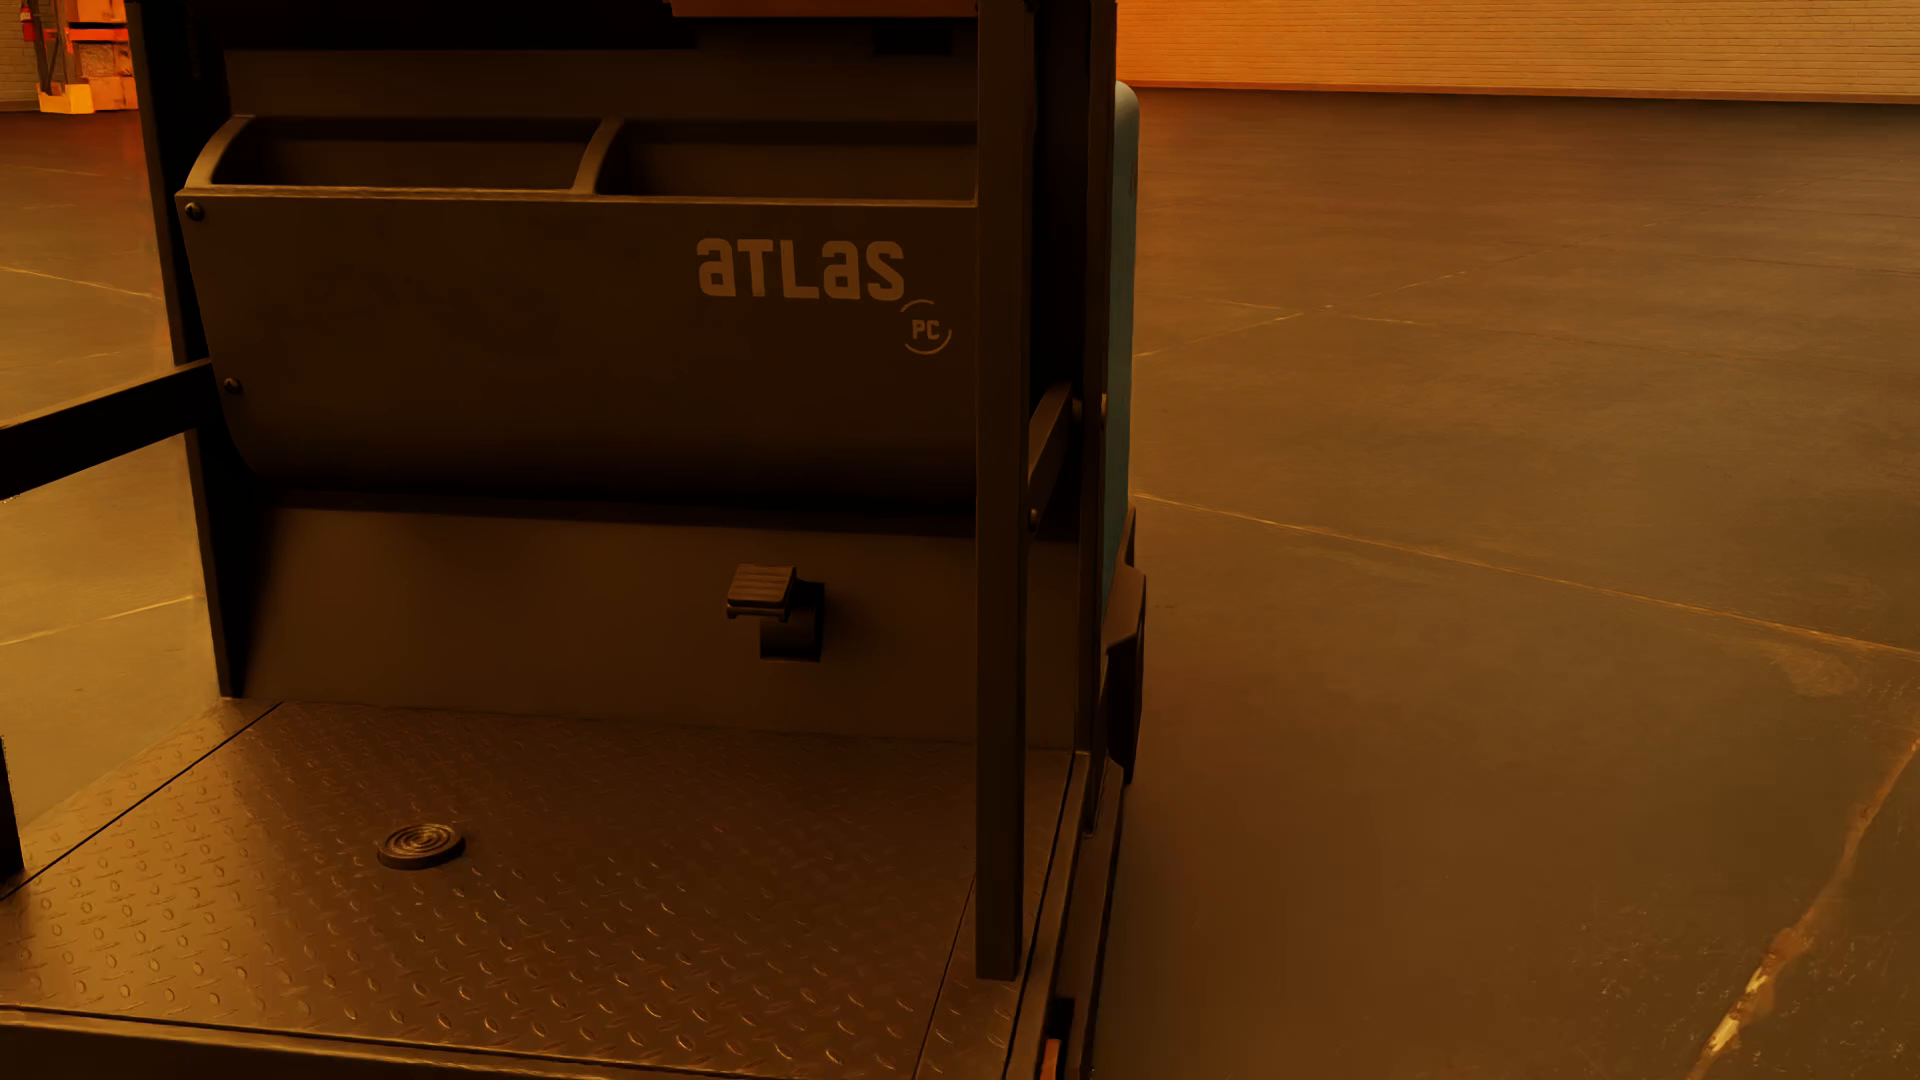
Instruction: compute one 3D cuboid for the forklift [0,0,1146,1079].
[{"bbox_3d":[-0.414,-0.781,1.469,1.130,2.935,3.031,3,17,8],"label":"forklift"}]
